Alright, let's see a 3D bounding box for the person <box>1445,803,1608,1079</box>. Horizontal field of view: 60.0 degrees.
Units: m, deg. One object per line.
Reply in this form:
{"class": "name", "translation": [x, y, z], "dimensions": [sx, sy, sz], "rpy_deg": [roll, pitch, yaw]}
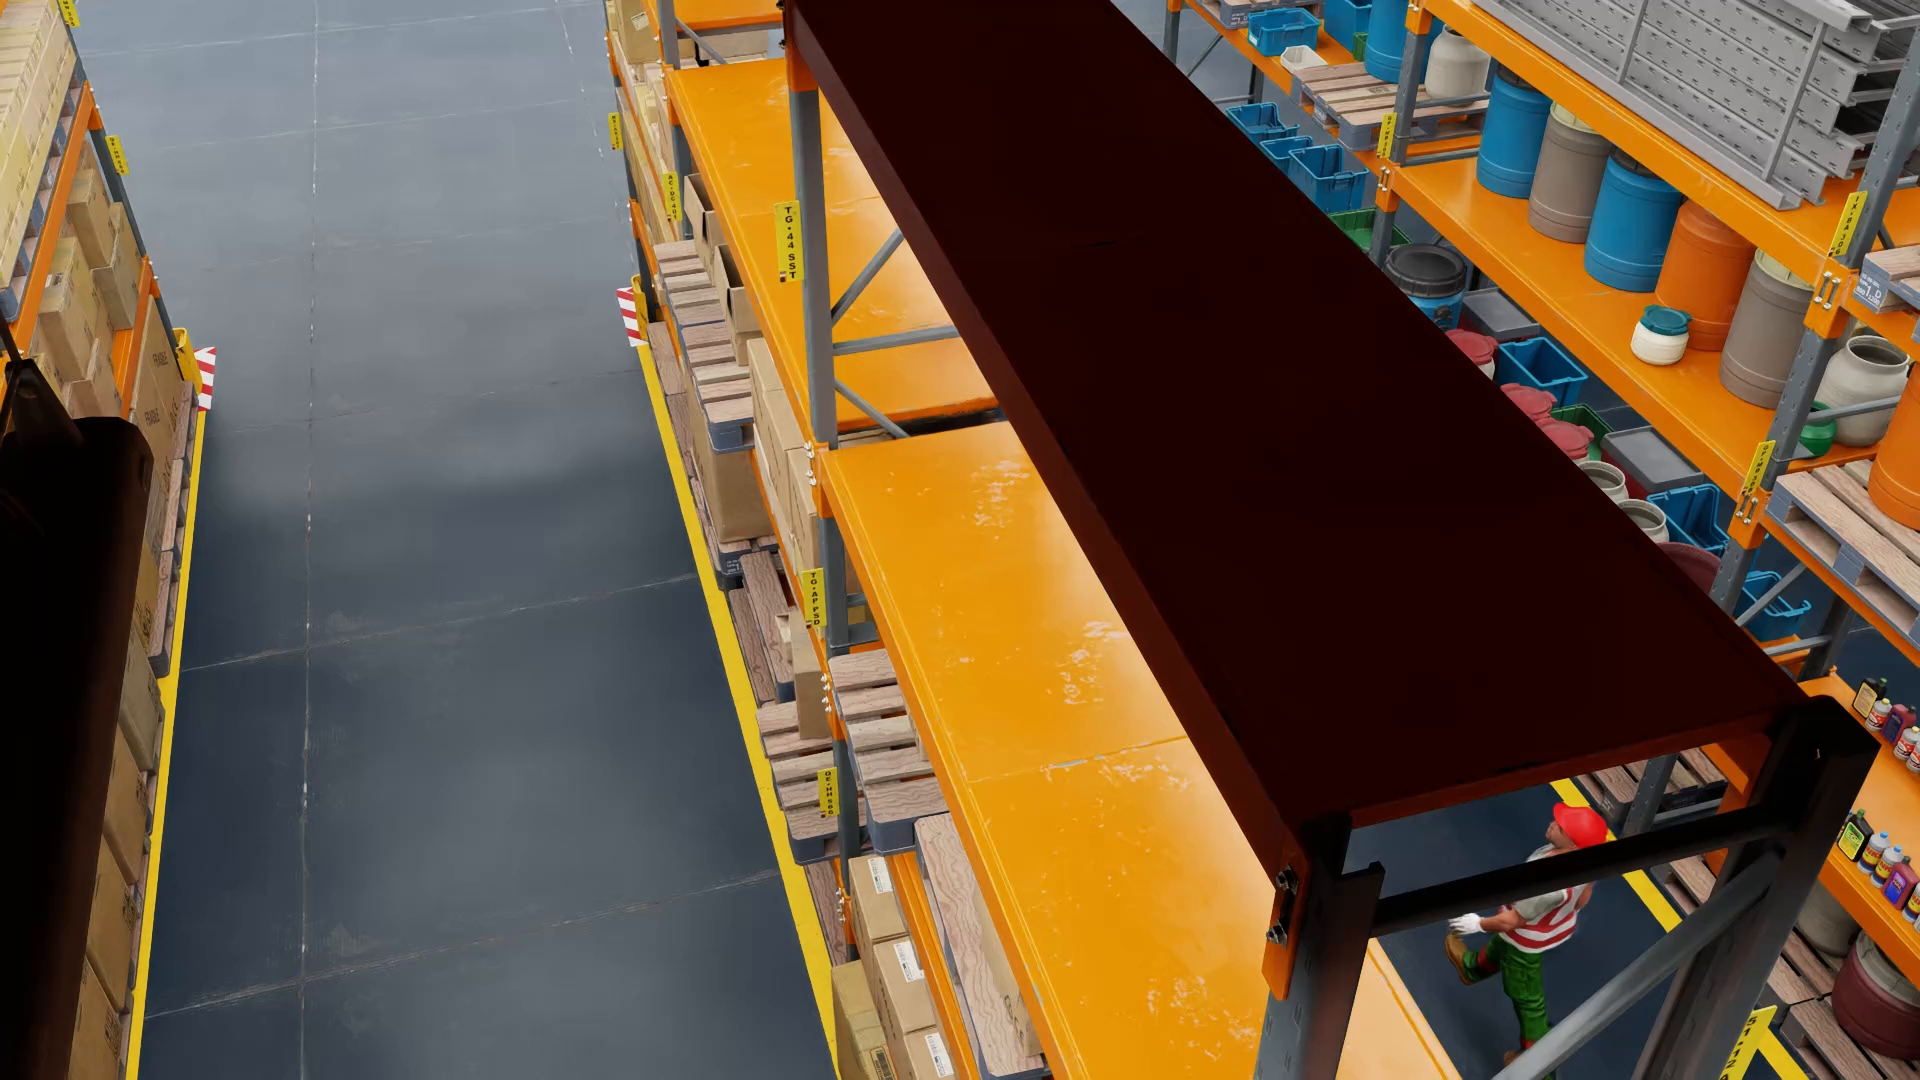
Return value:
{"class": "person", "translation": [2.876, 1.951, 8.512], "dimensions": [0.676, 1.743, 1.029], "rpy_deg": [-17, 41, -20]}
